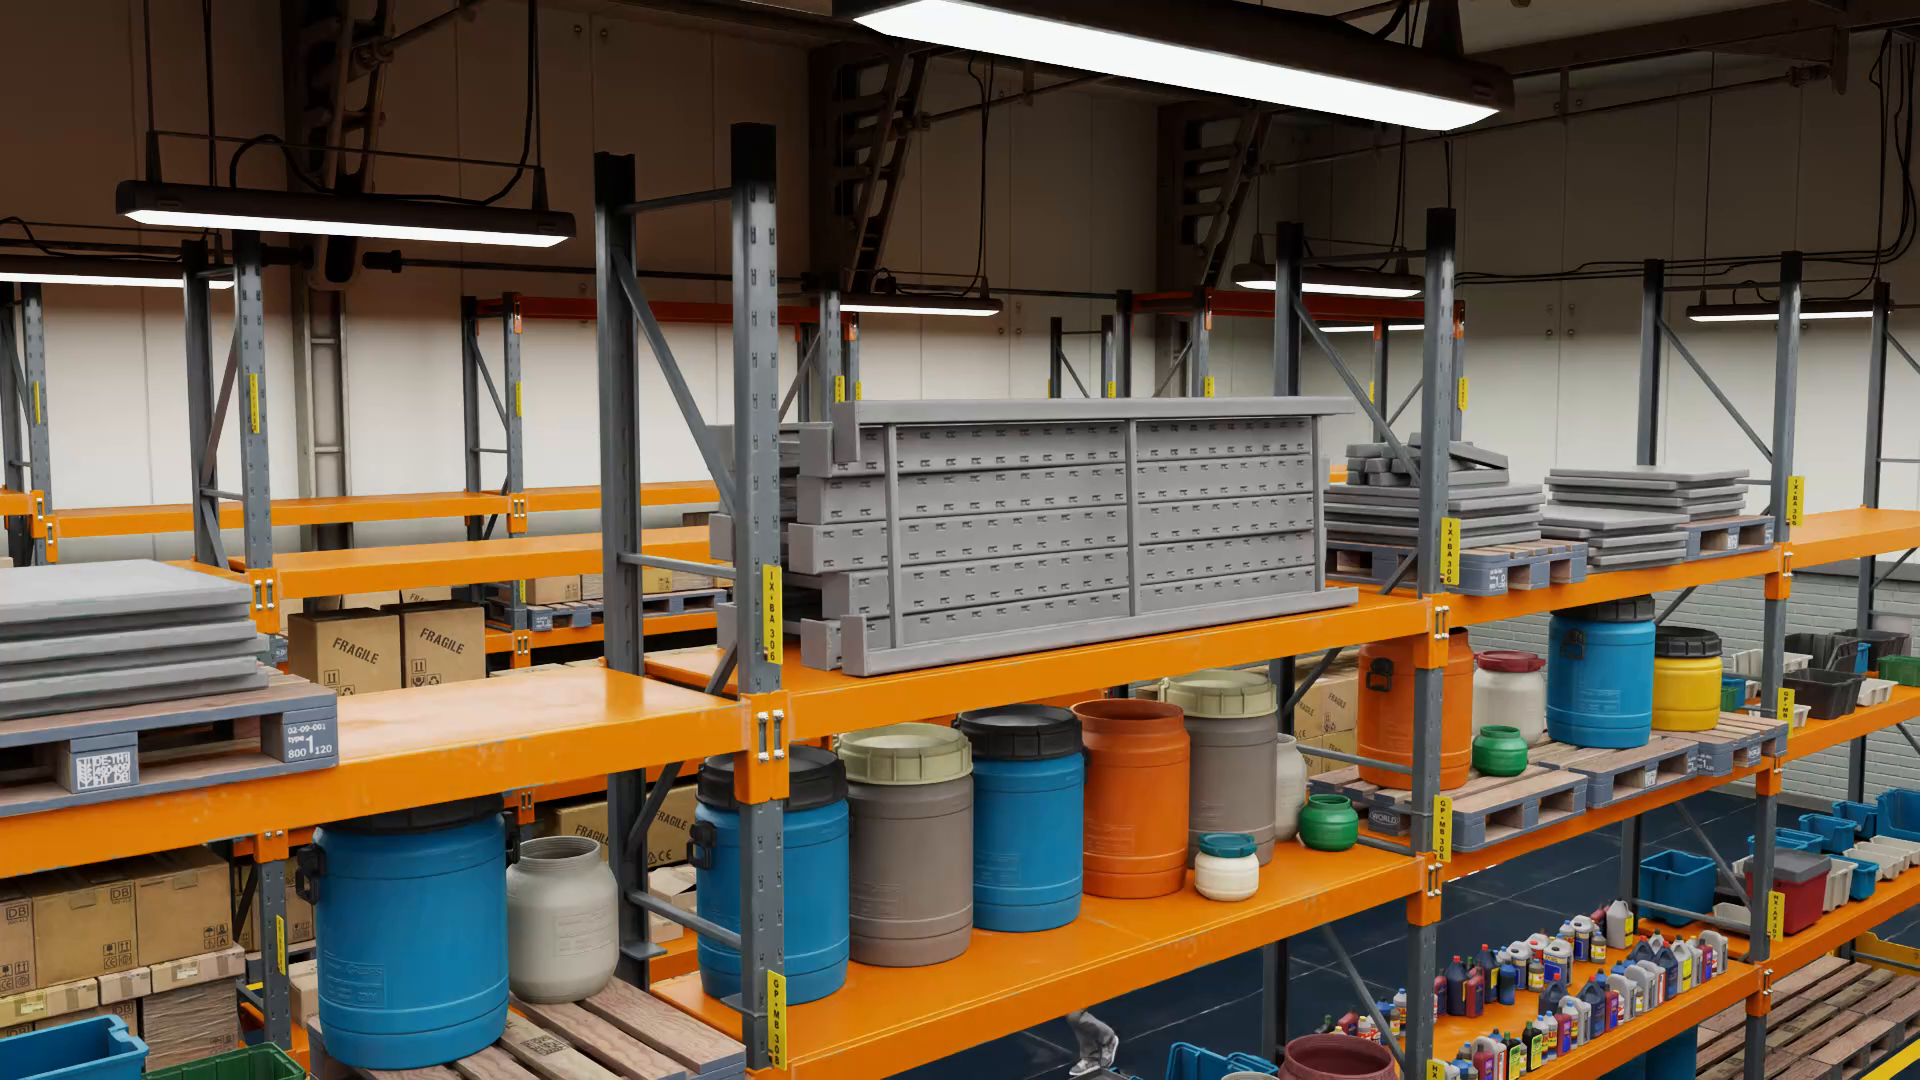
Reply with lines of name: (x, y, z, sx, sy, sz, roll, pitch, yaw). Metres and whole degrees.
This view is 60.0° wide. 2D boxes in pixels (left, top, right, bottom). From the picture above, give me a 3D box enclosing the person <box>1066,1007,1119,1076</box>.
person: (0.949, 3.214, 12.436, 0.456, 1.578, 0.499, -3, 6, -27)
